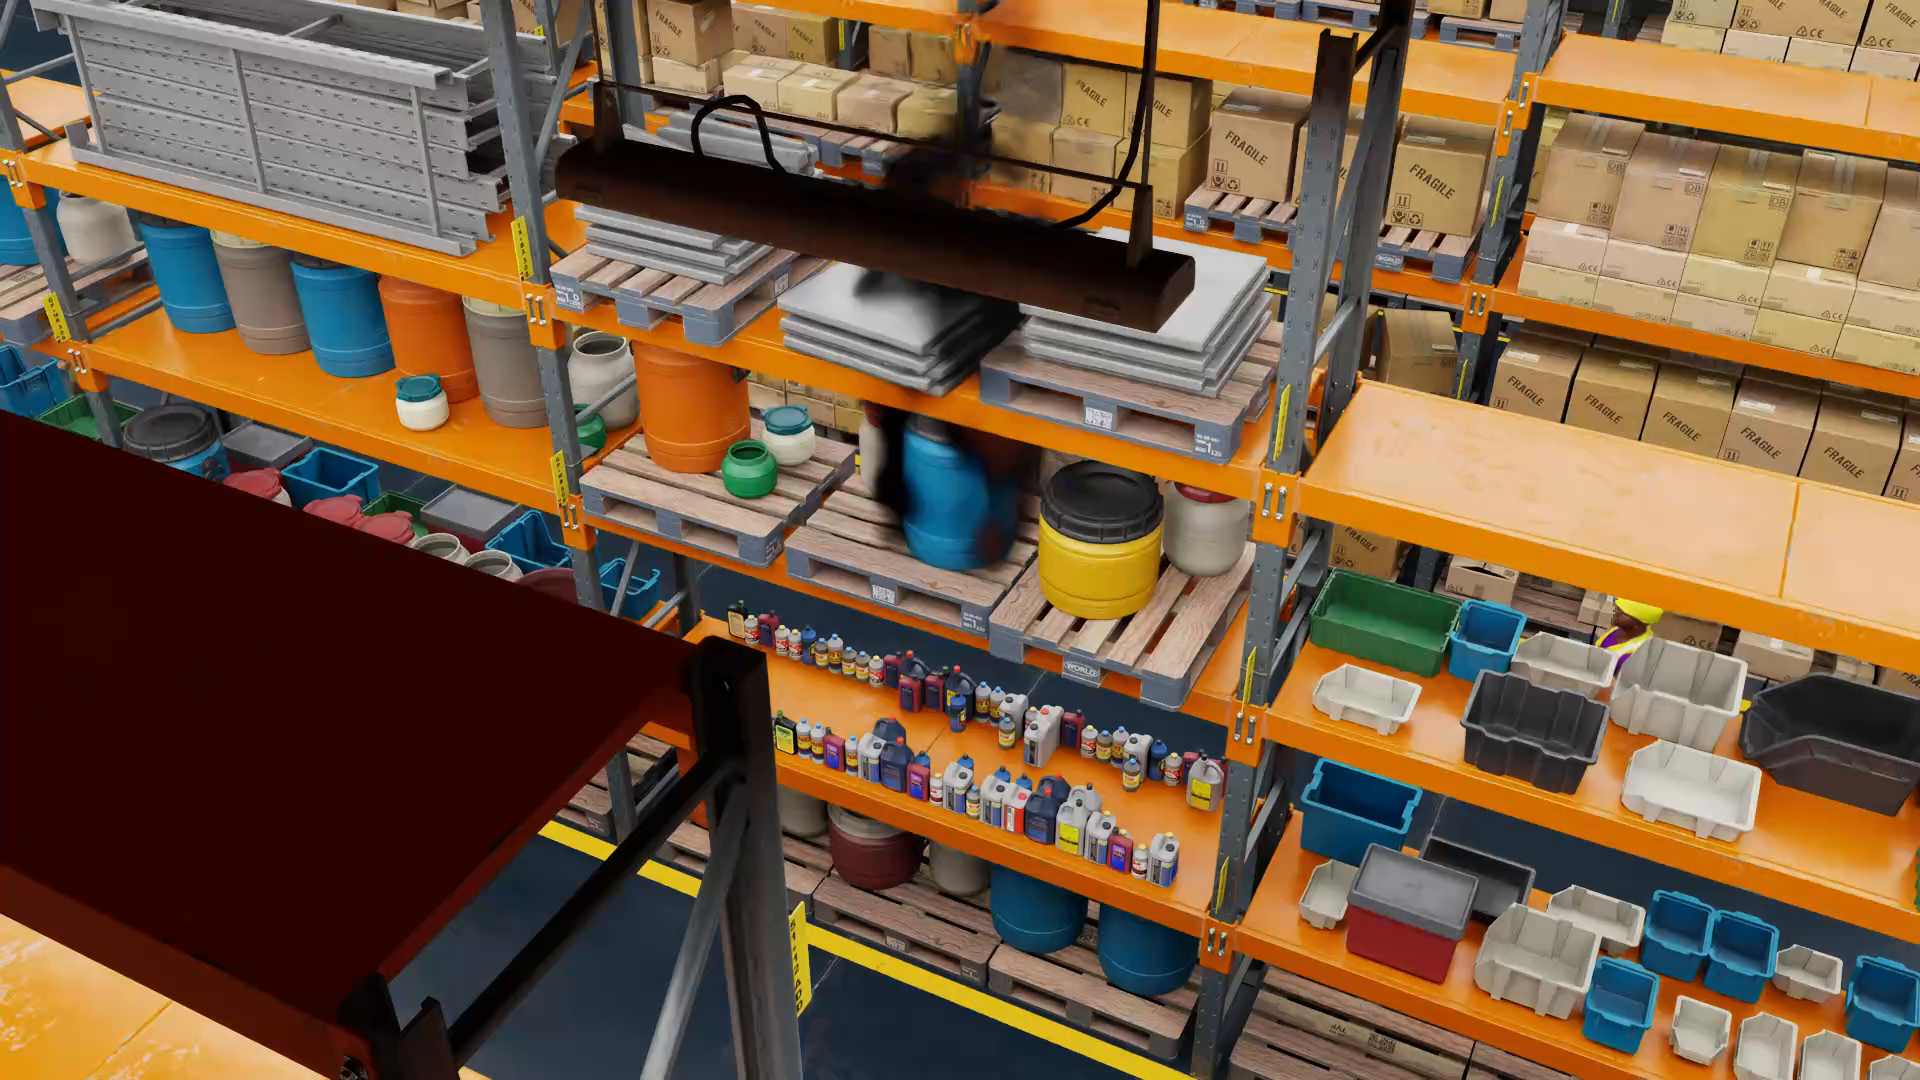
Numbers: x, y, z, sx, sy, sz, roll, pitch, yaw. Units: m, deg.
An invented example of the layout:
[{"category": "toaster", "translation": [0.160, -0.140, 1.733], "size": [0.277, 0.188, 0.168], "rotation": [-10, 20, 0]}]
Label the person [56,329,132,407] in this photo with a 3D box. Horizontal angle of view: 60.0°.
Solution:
[{"category": "person", "translation": [-7.578, -1.448, 14.529], "size": [0.558, 1.620, 0.580], "rotation": [8, 36, 11]}]

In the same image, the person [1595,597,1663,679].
[{"category": "person", "translation": [4.247, 1.042, 10.888], "size": [0.603, 1.718, 0.696], "rotation": [8, 36, 11]}]
